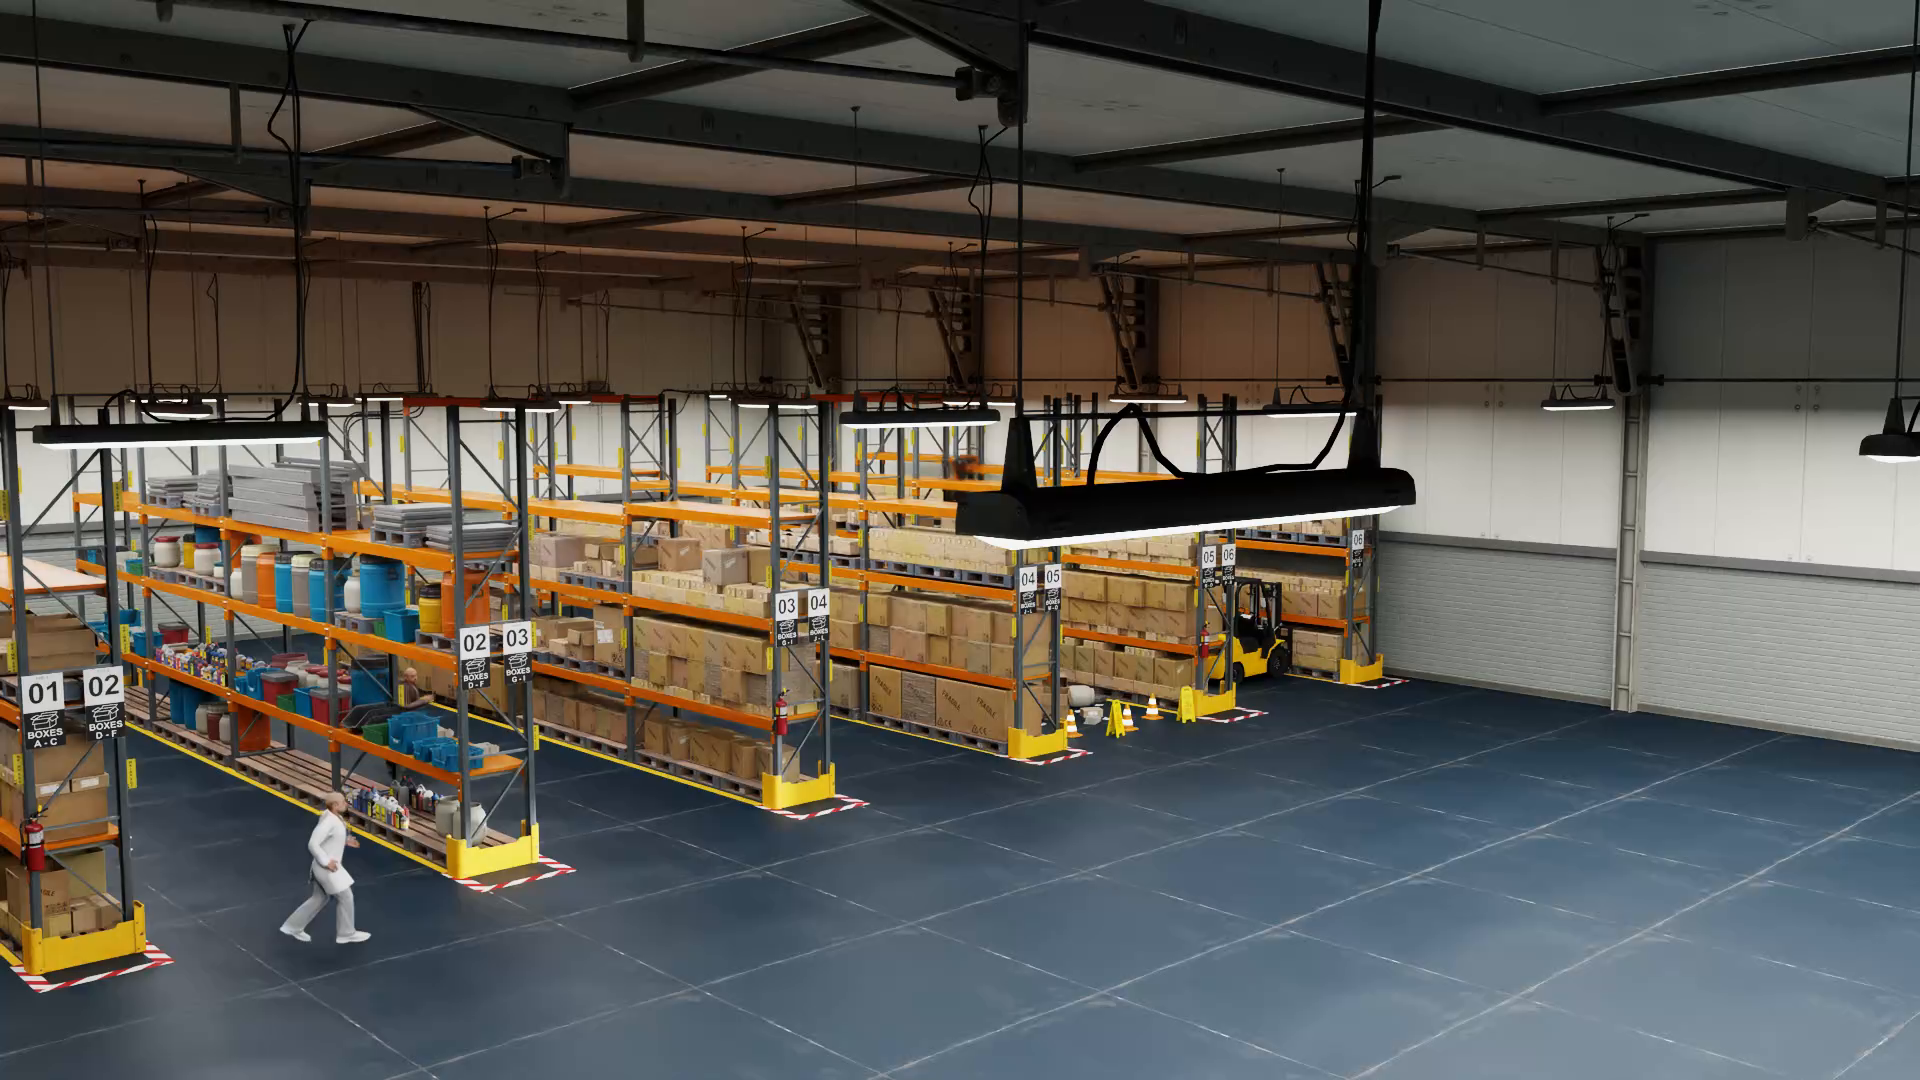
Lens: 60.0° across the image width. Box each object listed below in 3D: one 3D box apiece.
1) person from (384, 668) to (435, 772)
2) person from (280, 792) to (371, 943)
[{"bbox_3d":[-8.853,2.907,26.652,0.940,1.743,0.671,1,6,6],"label":"person"},{"bbox_3d":[-7.063,3.660,18.421,0.952,1.750,0.727,-2,6,-18],"label":"person"}]
